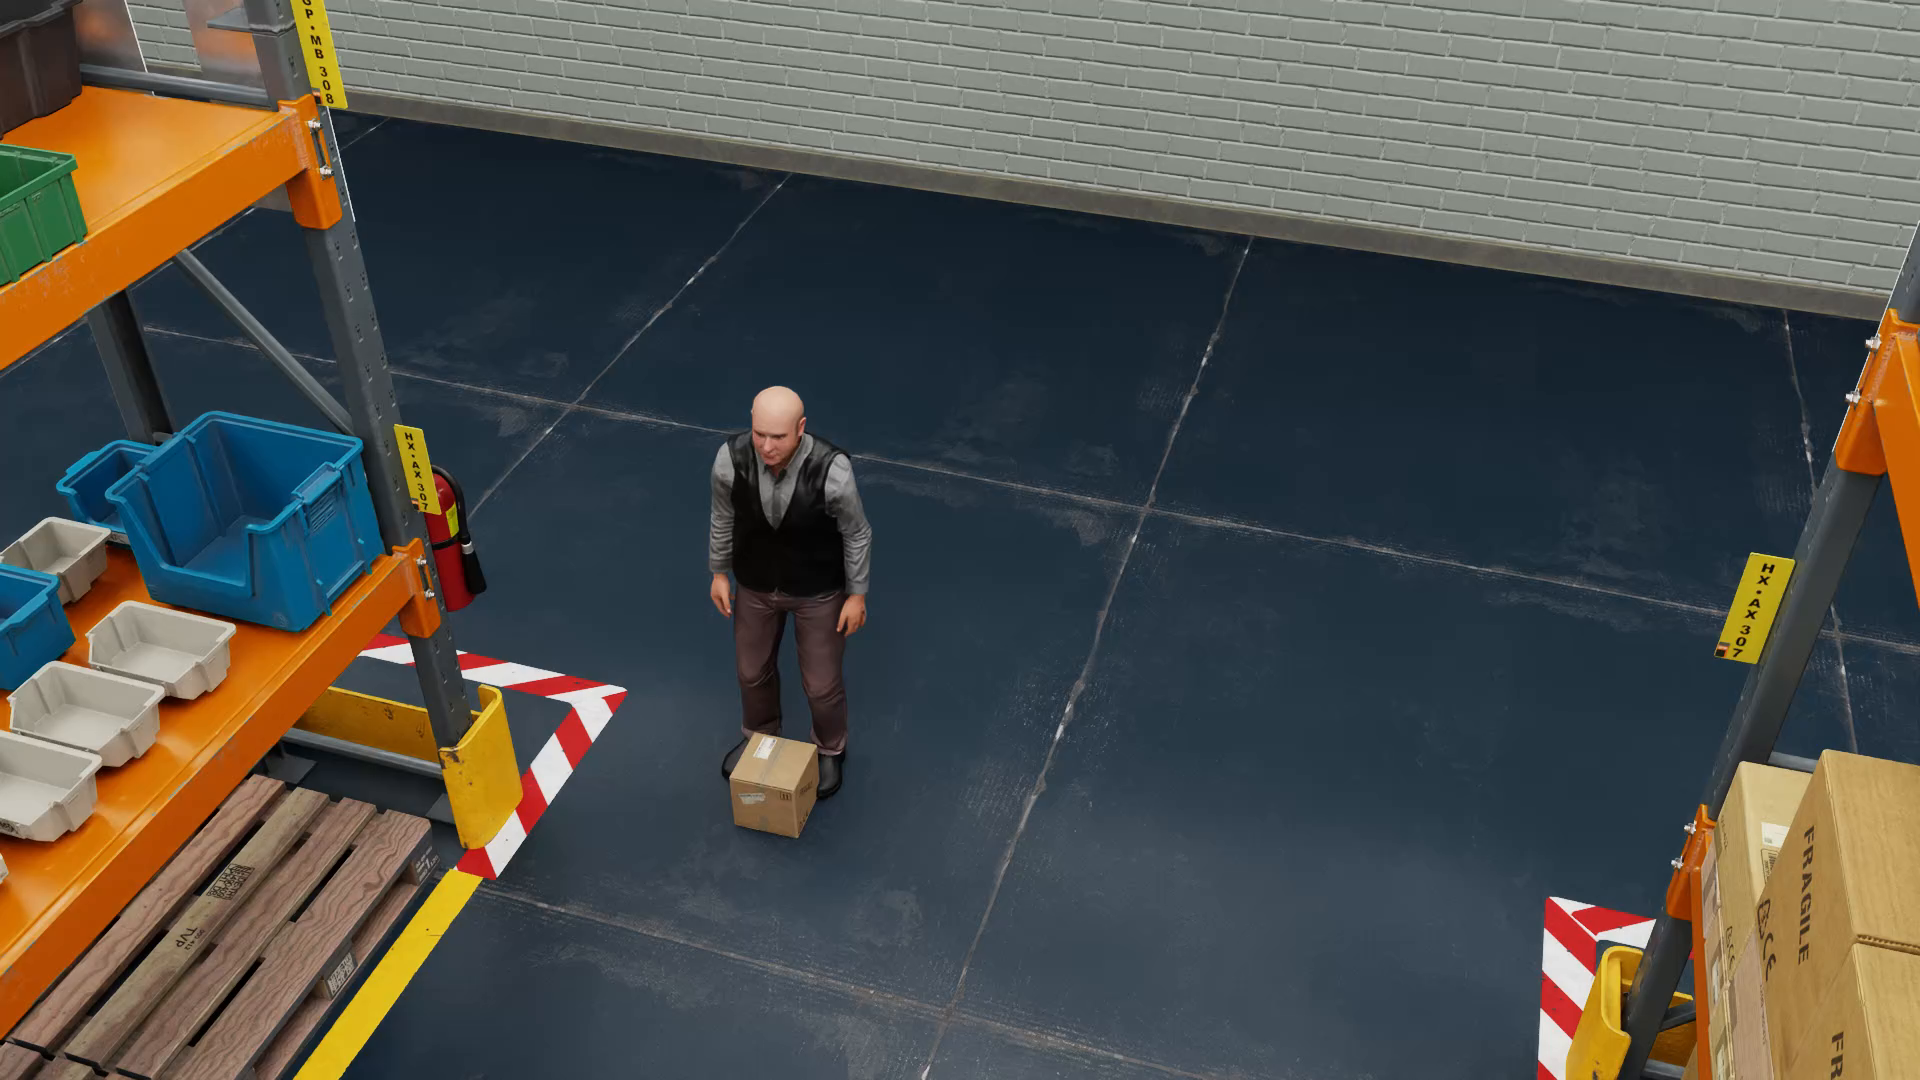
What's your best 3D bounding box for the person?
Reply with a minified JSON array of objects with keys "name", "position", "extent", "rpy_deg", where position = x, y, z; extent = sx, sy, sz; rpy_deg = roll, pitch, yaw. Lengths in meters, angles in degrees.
[{"name":"person","position":[-0.600,0.161,5.953],"extent":[0.594,1.722,0.414],"rpy_deg":[9,38,11]}]
